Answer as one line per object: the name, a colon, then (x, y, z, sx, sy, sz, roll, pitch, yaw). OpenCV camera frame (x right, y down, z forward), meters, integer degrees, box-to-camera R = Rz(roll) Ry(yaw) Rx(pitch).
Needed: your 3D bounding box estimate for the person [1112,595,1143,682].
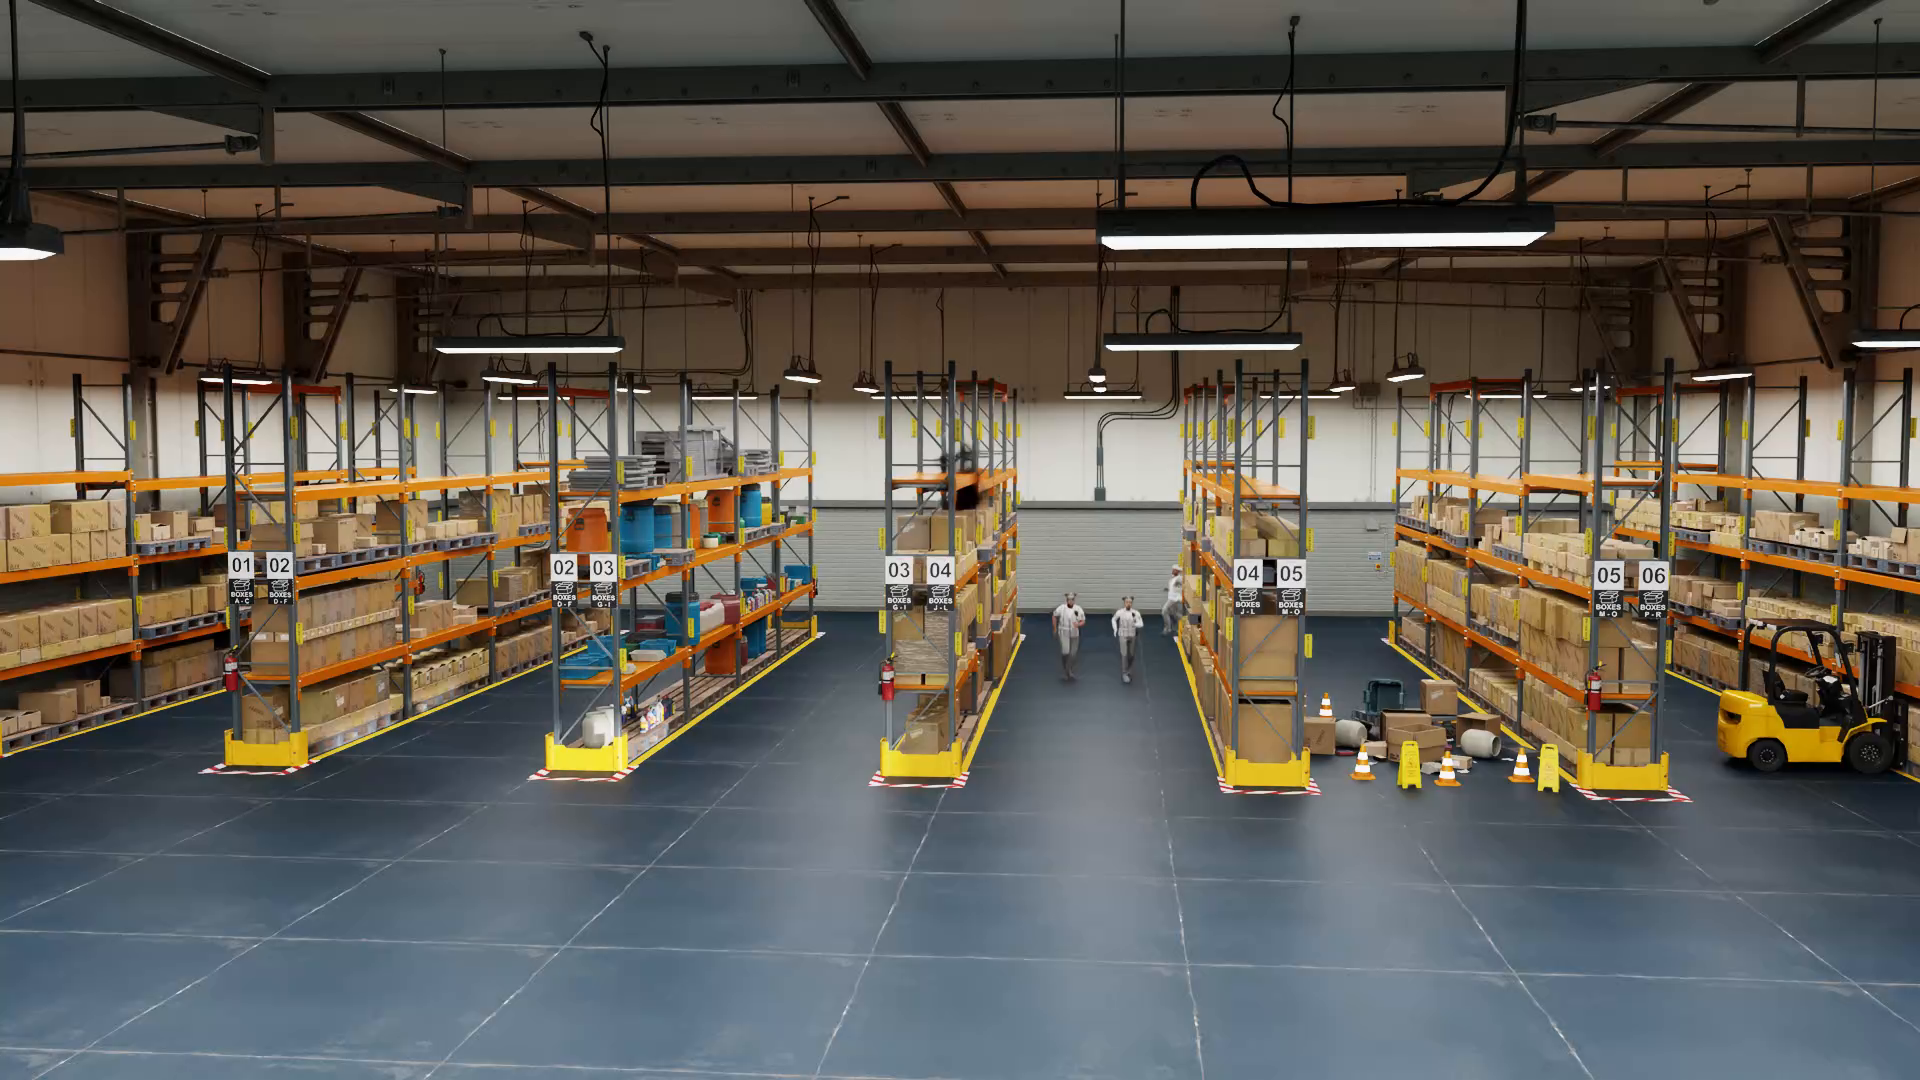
person: (3.358, 1.946, 33.264, 0.607, 1.689, 0.916, 0, 4, -1)

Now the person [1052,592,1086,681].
person: (2.197, 1.939, 33.333, 0.627, 1.815, 0.805, 0, 4, -5)

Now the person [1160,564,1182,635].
person: (5.246, 1.464, 40.645, 0.678, 1.785, 0.737, 0, 4, -2)
